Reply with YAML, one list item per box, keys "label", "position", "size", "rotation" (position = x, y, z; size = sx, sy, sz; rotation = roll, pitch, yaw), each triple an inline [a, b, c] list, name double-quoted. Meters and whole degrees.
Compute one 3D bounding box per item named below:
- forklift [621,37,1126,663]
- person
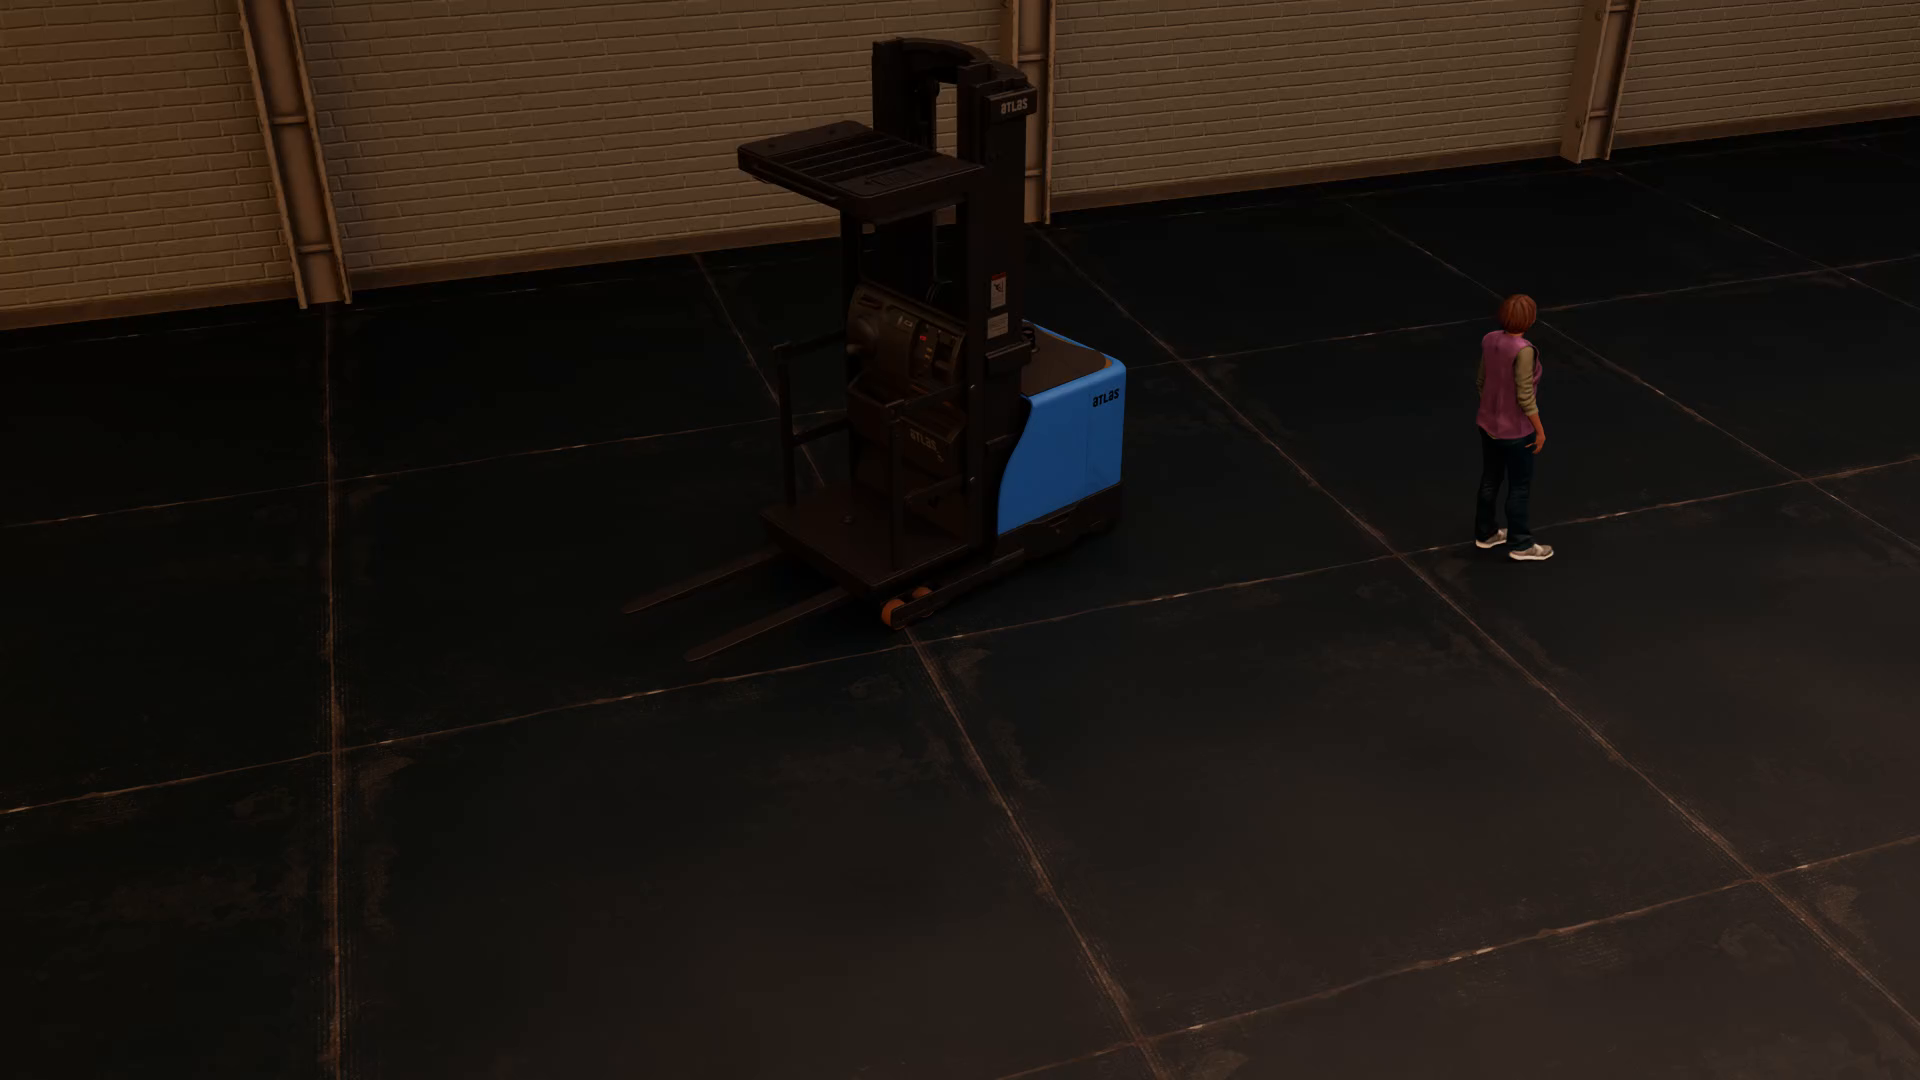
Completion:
- label: "forklift"
  position: [-0.461, -1.072, 8.951]
  size: [3.031, 2.935, 1.130]
  rotation: [-23, 37, -34]
- label: "person"
  position: [3.209, -0.659, 9.560]
  size: [0.474, 1.594, 0.519]
  rotation: [-11, 32, -19]
